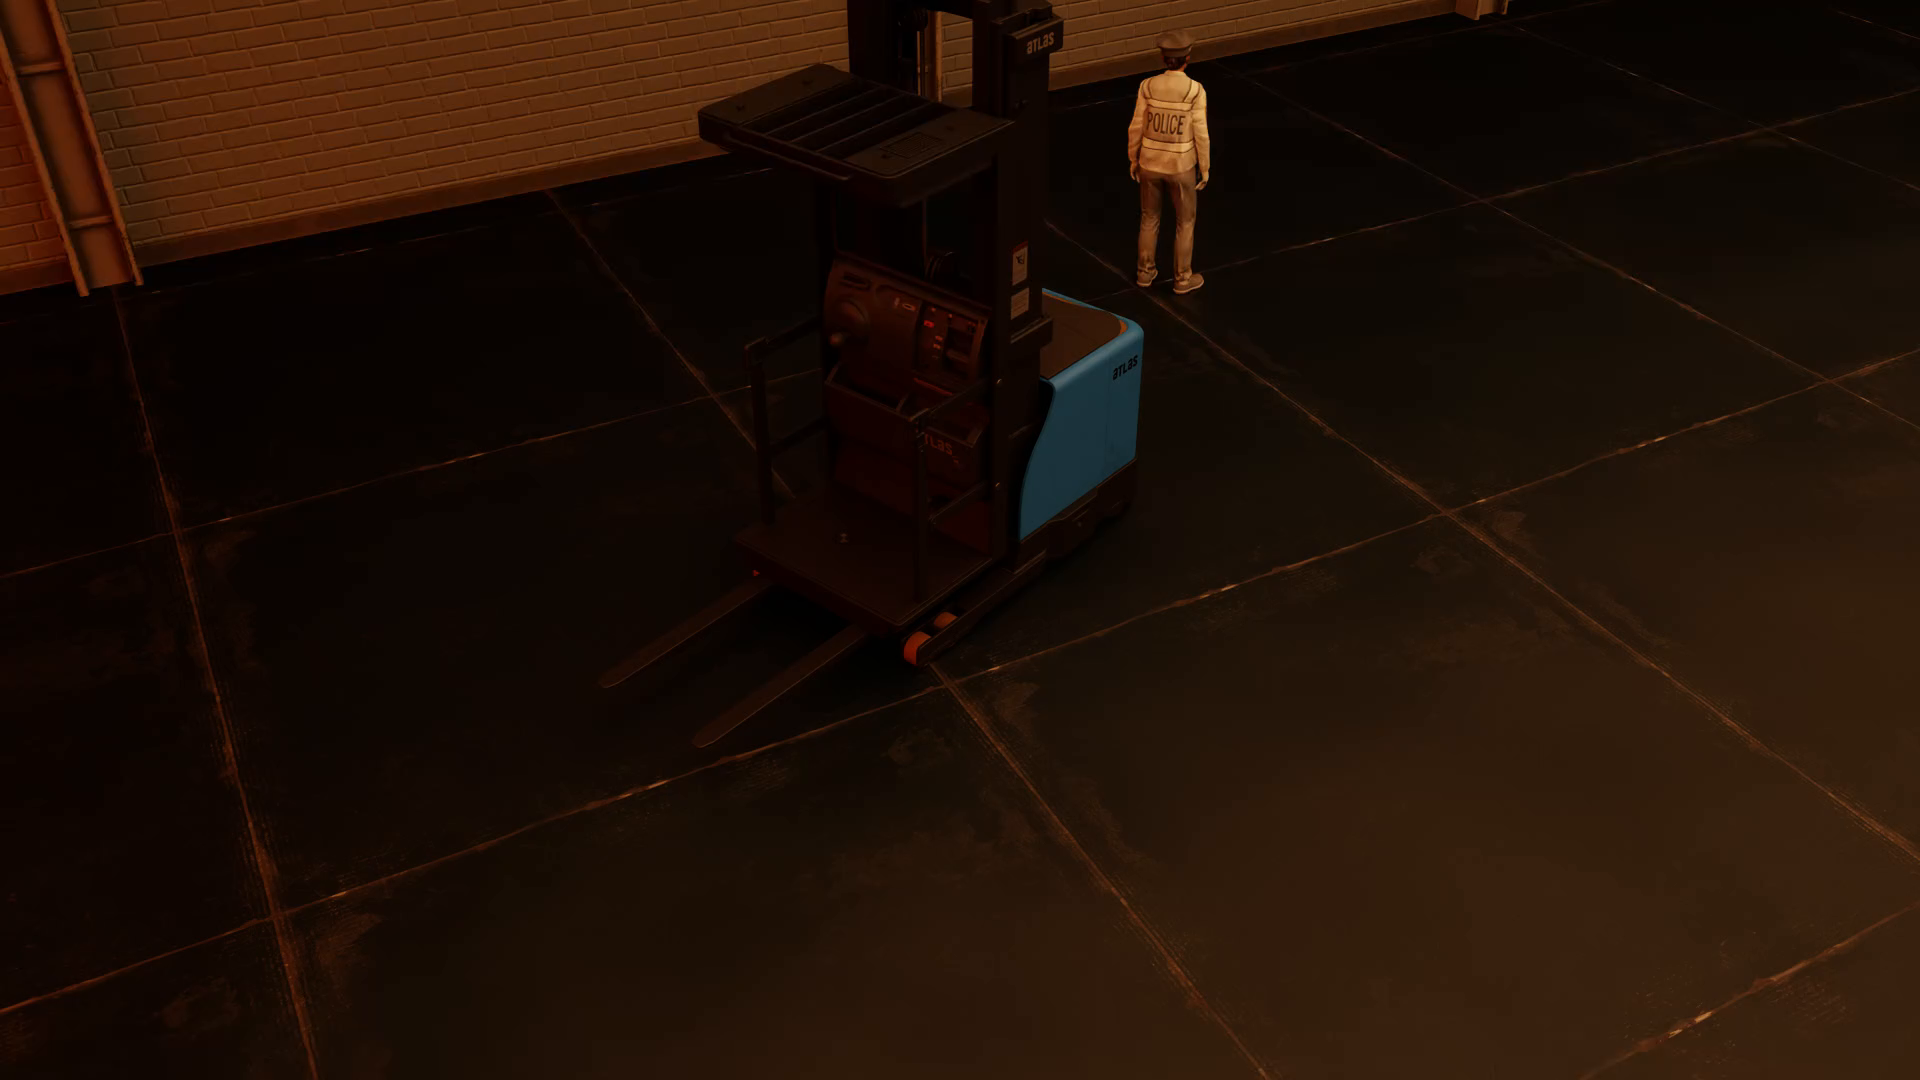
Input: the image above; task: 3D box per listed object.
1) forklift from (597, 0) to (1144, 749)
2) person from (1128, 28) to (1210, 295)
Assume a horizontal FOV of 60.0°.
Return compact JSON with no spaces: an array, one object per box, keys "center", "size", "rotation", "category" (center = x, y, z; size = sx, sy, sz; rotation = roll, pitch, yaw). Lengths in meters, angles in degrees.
[{"center":[-0.390,-0.927,7.434],"size":[1.130,2.935,3.031],"rotation":[26,43,31],"category":"forklift"},{"center":[1.329,-2.379,10.590],"size":[0.542,1.662,0.375],"rotation":[13,37,18],"category":"person"}]
